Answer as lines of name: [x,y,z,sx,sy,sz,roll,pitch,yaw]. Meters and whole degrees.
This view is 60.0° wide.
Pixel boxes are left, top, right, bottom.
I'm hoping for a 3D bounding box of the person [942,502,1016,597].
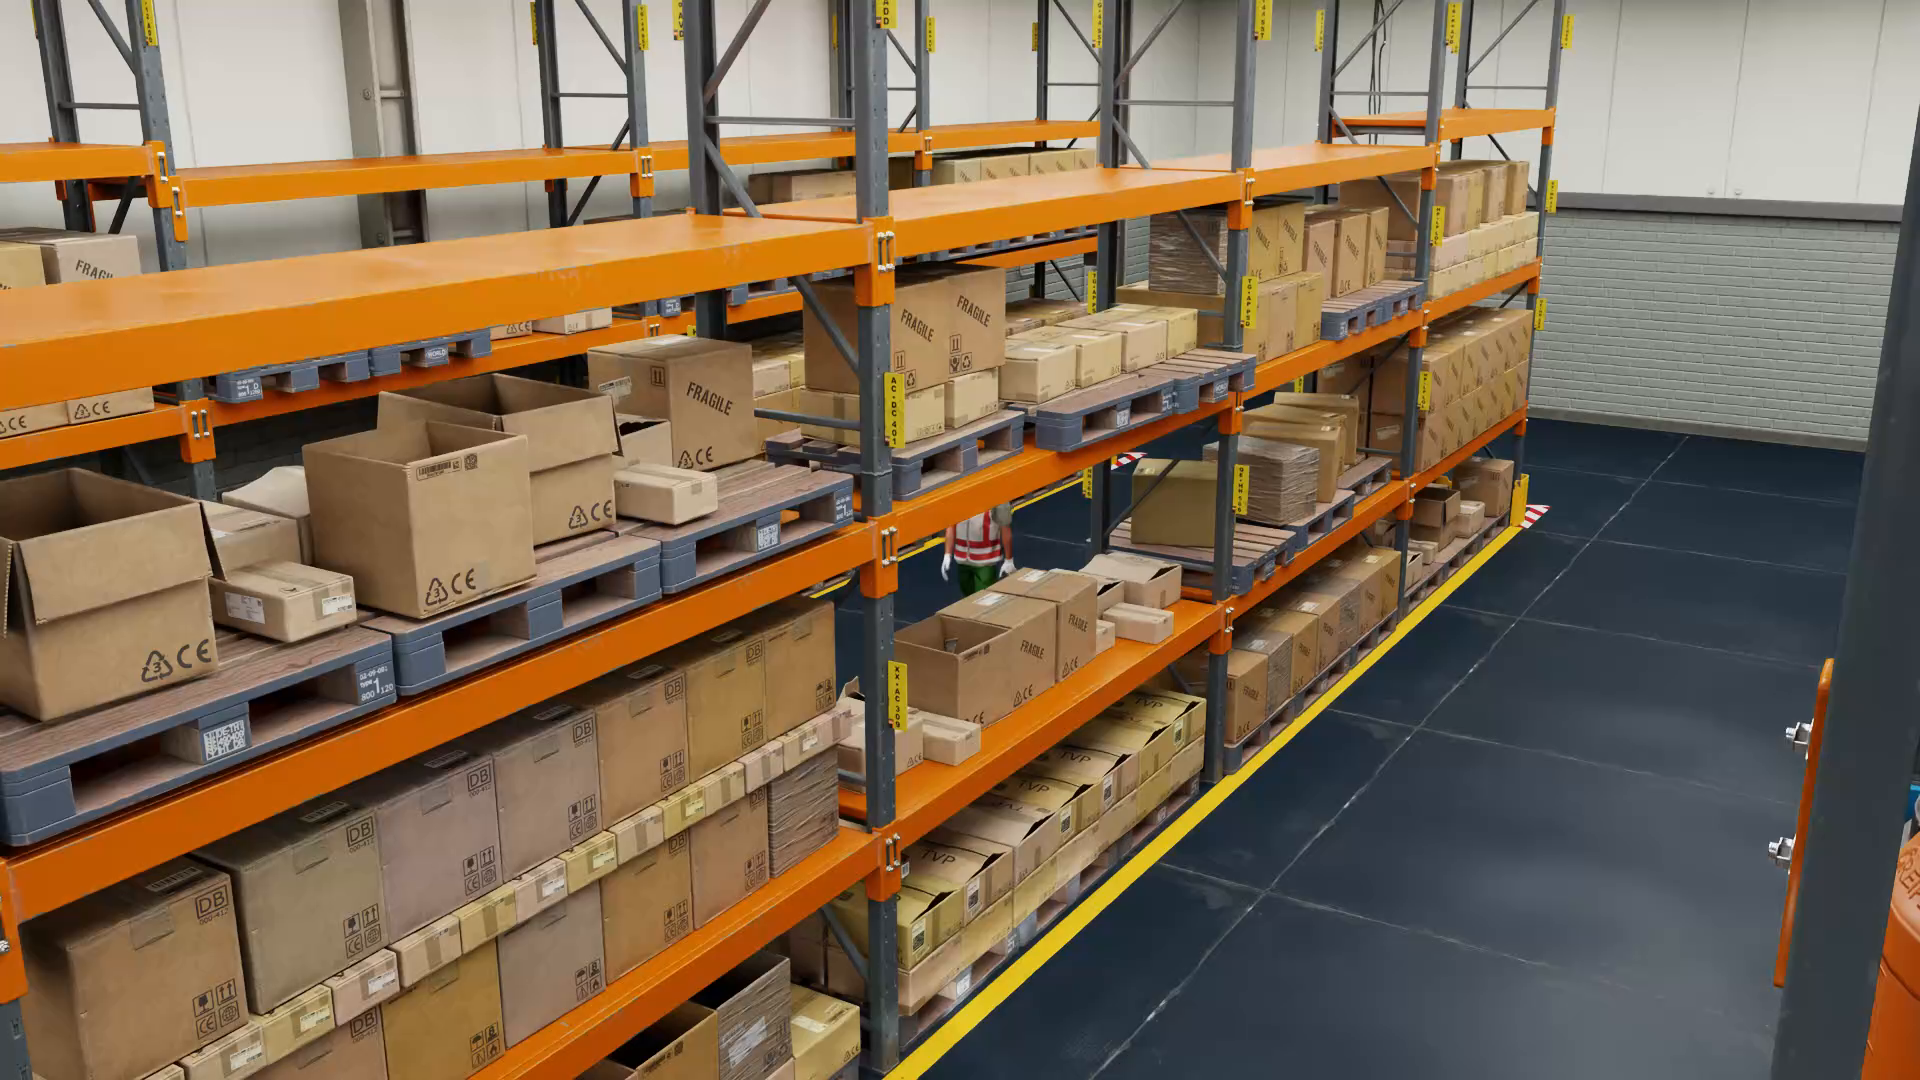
person: [0.084,0.196,13.257,0.553,1.764,0.817,10,19,32]
